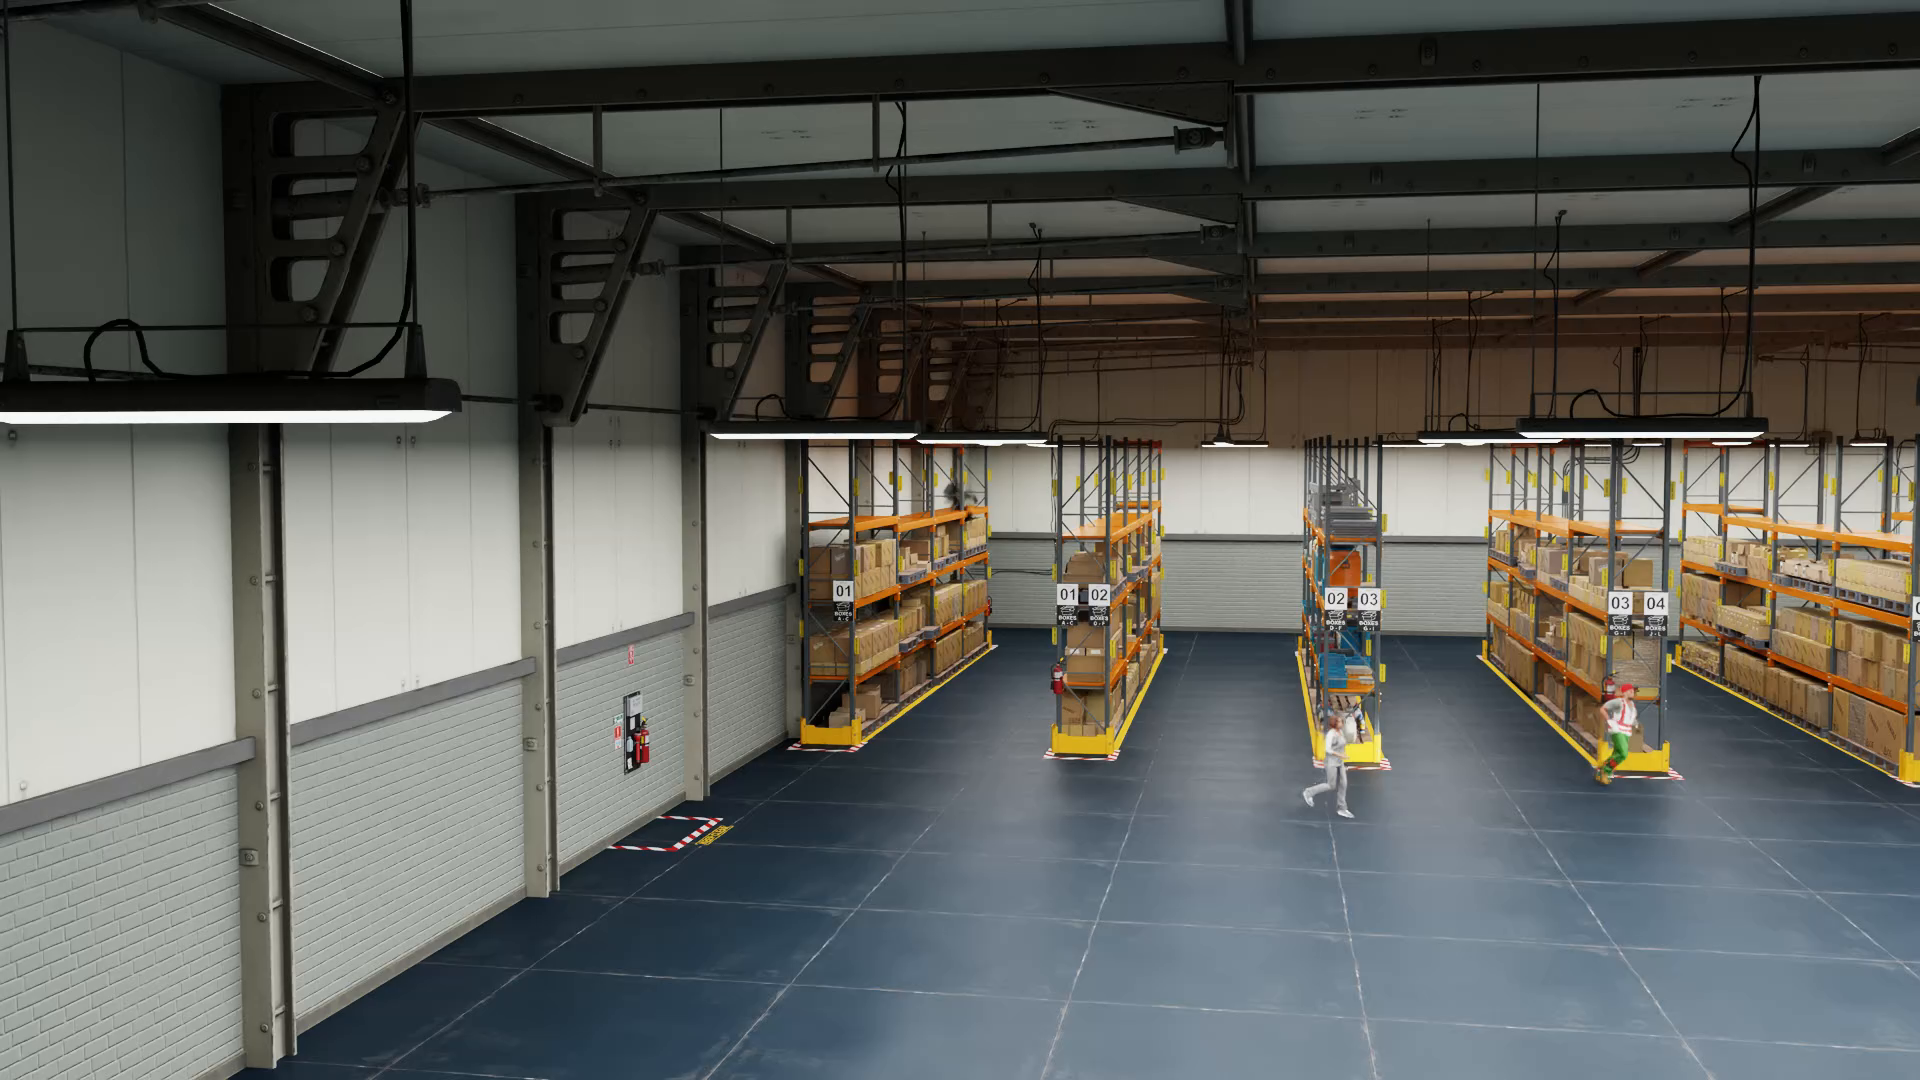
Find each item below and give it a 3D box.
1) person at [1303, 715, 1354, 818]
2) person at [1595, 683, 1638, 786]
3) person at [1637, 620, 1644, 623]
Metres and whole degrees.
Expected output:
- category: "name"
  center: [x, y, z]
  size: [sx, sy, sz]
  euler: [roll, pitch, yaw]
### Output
- category: "person"
  center: [5.820, 3.538, 26.090]
  size: [0.806, 1.577, 0.549]
  euler: [2, 4, 37]
- category: "person"
  center: [11.294, 3.315, 28.425]
  size: [0.723, 1.727, 0.620]
  euler: [-2, 4, -32]
- category: "person"
  center: [18.119, 2.512, 44.677]
  size: [0.560, 1.629, 0.659]
  euler: [-3, 4, -39]
